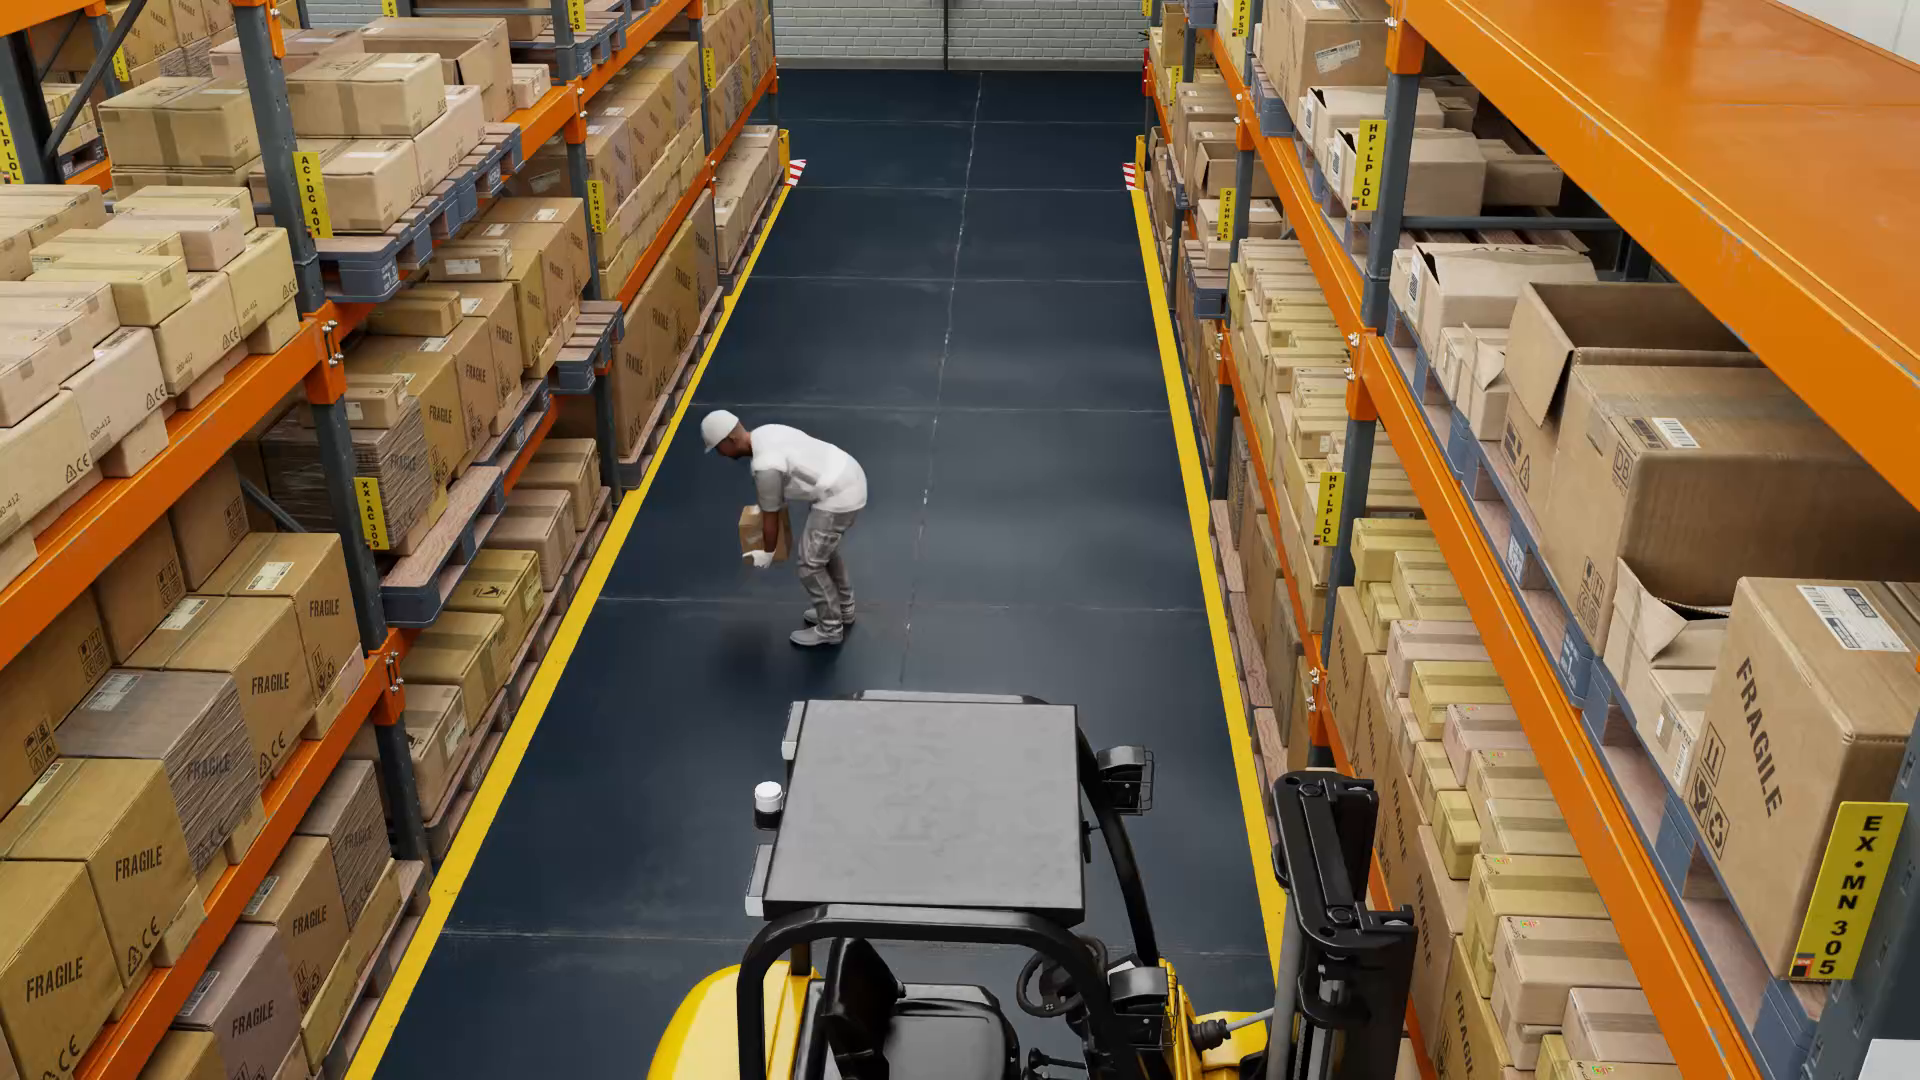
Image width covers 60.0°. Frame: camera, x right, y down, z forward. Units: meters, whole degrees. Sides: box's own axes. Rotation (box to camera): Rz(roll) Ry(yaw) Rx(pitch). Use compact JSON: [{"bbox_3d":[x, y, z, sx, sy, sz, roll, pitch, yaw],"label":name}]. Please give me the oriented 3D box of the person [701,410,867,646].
[{"bbox_3d":[-0.969,-0.083,9.398,0.902,1.404,0.484,0,28,1],"label":"person"}]
